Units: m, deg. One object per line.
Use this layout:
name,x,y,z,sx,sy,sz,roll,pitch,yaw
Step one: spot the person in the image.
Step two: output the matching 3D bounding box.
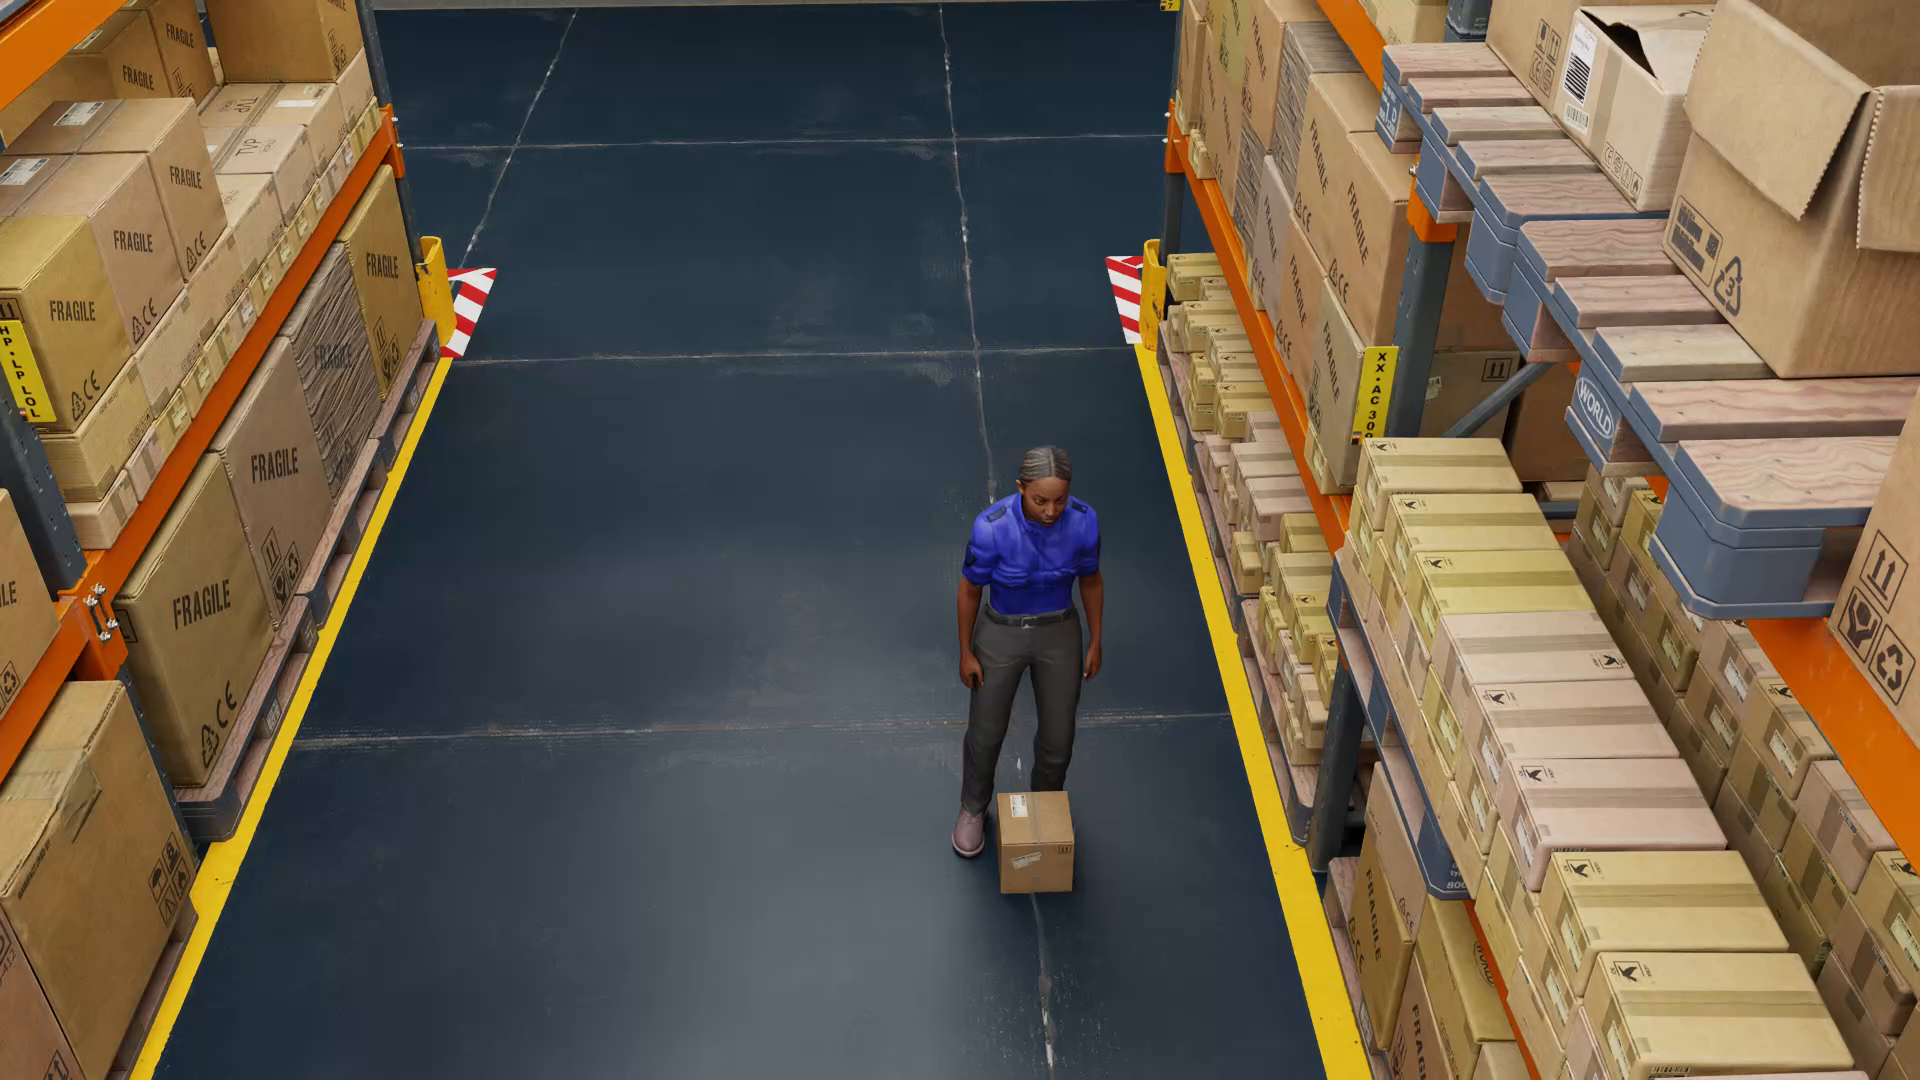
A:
person,0.224,0.367,5.647,0.533,1.641,0.347,-5,36,-7
